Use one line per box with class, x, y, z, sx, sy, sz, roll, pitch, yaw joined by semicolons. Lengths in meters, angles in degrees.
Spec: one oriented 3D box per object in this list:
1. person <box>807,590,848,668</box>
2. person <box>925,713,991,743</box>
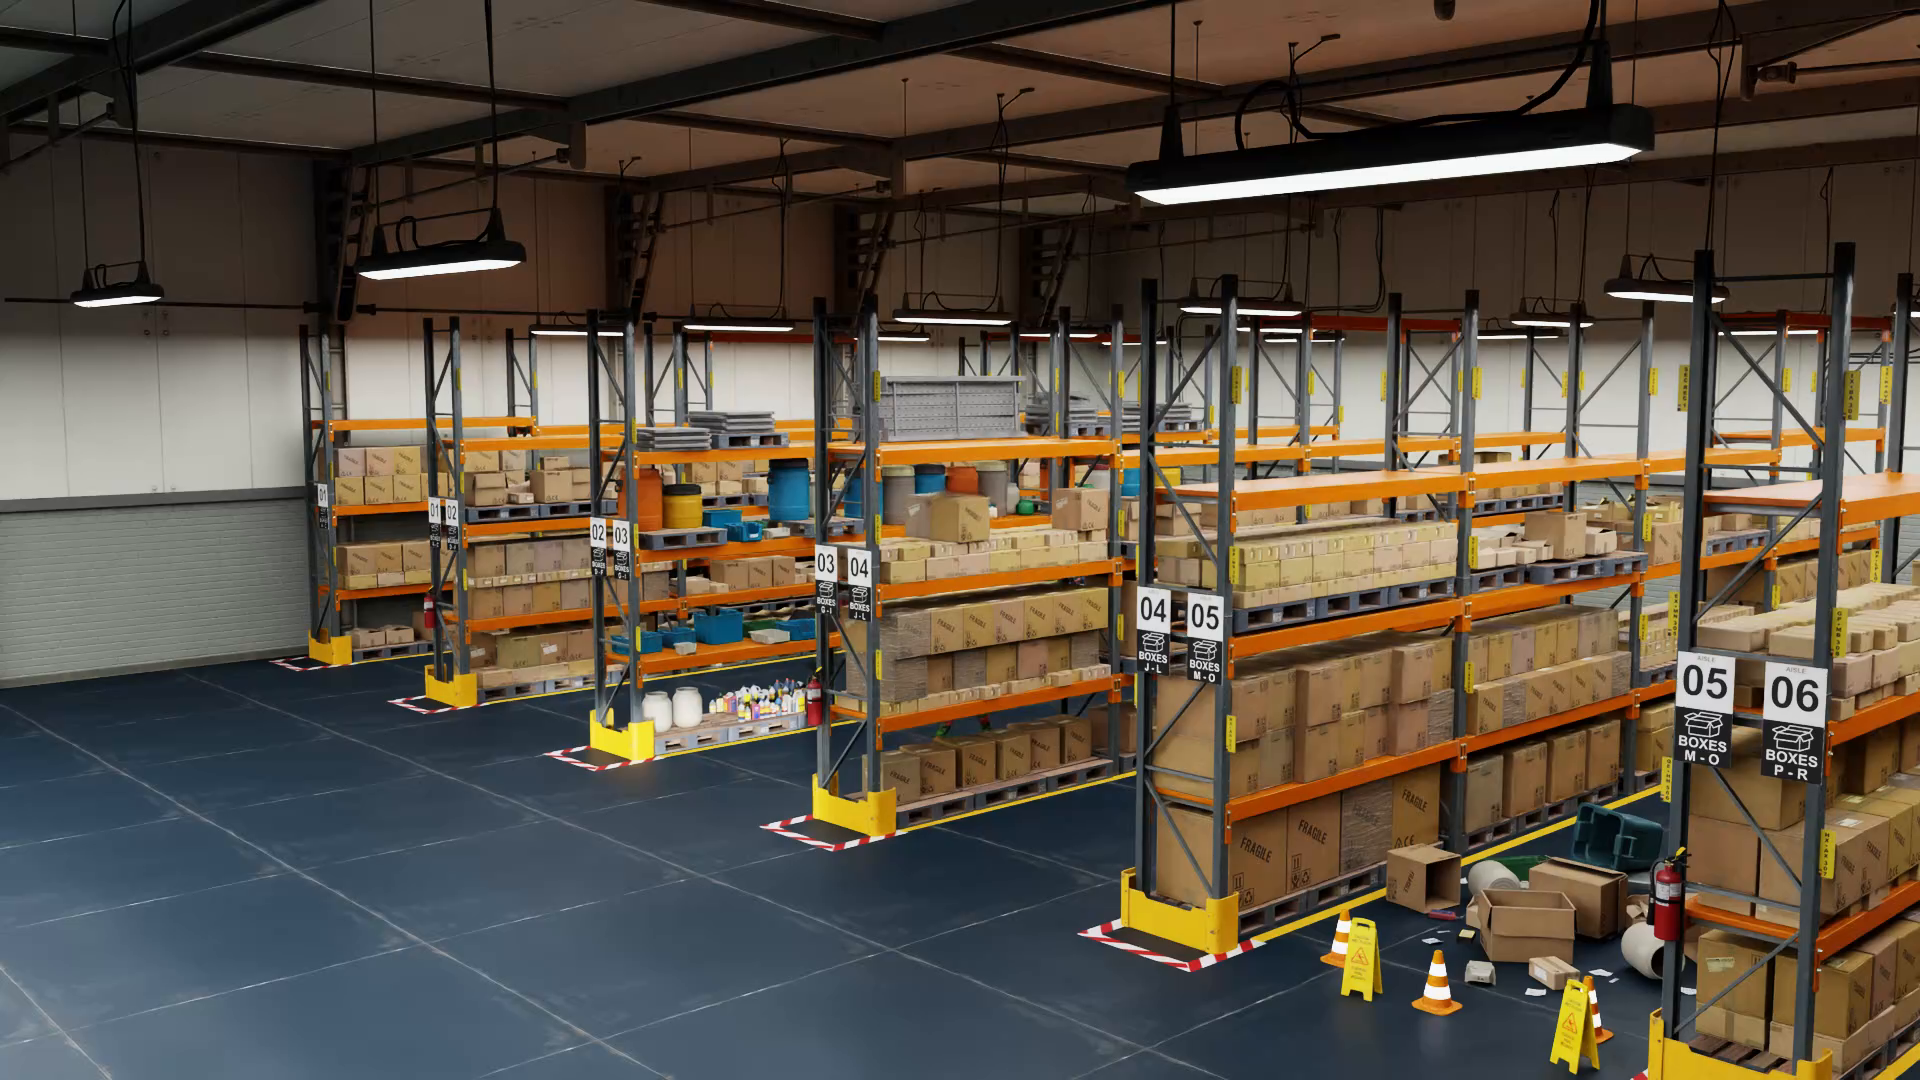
person;-2.216;1.380;29.093;0.615;1.663;1.079;4;7;38
person;-0.002;1.949;23.017;0.613;1.719;1.050;5;8;42
